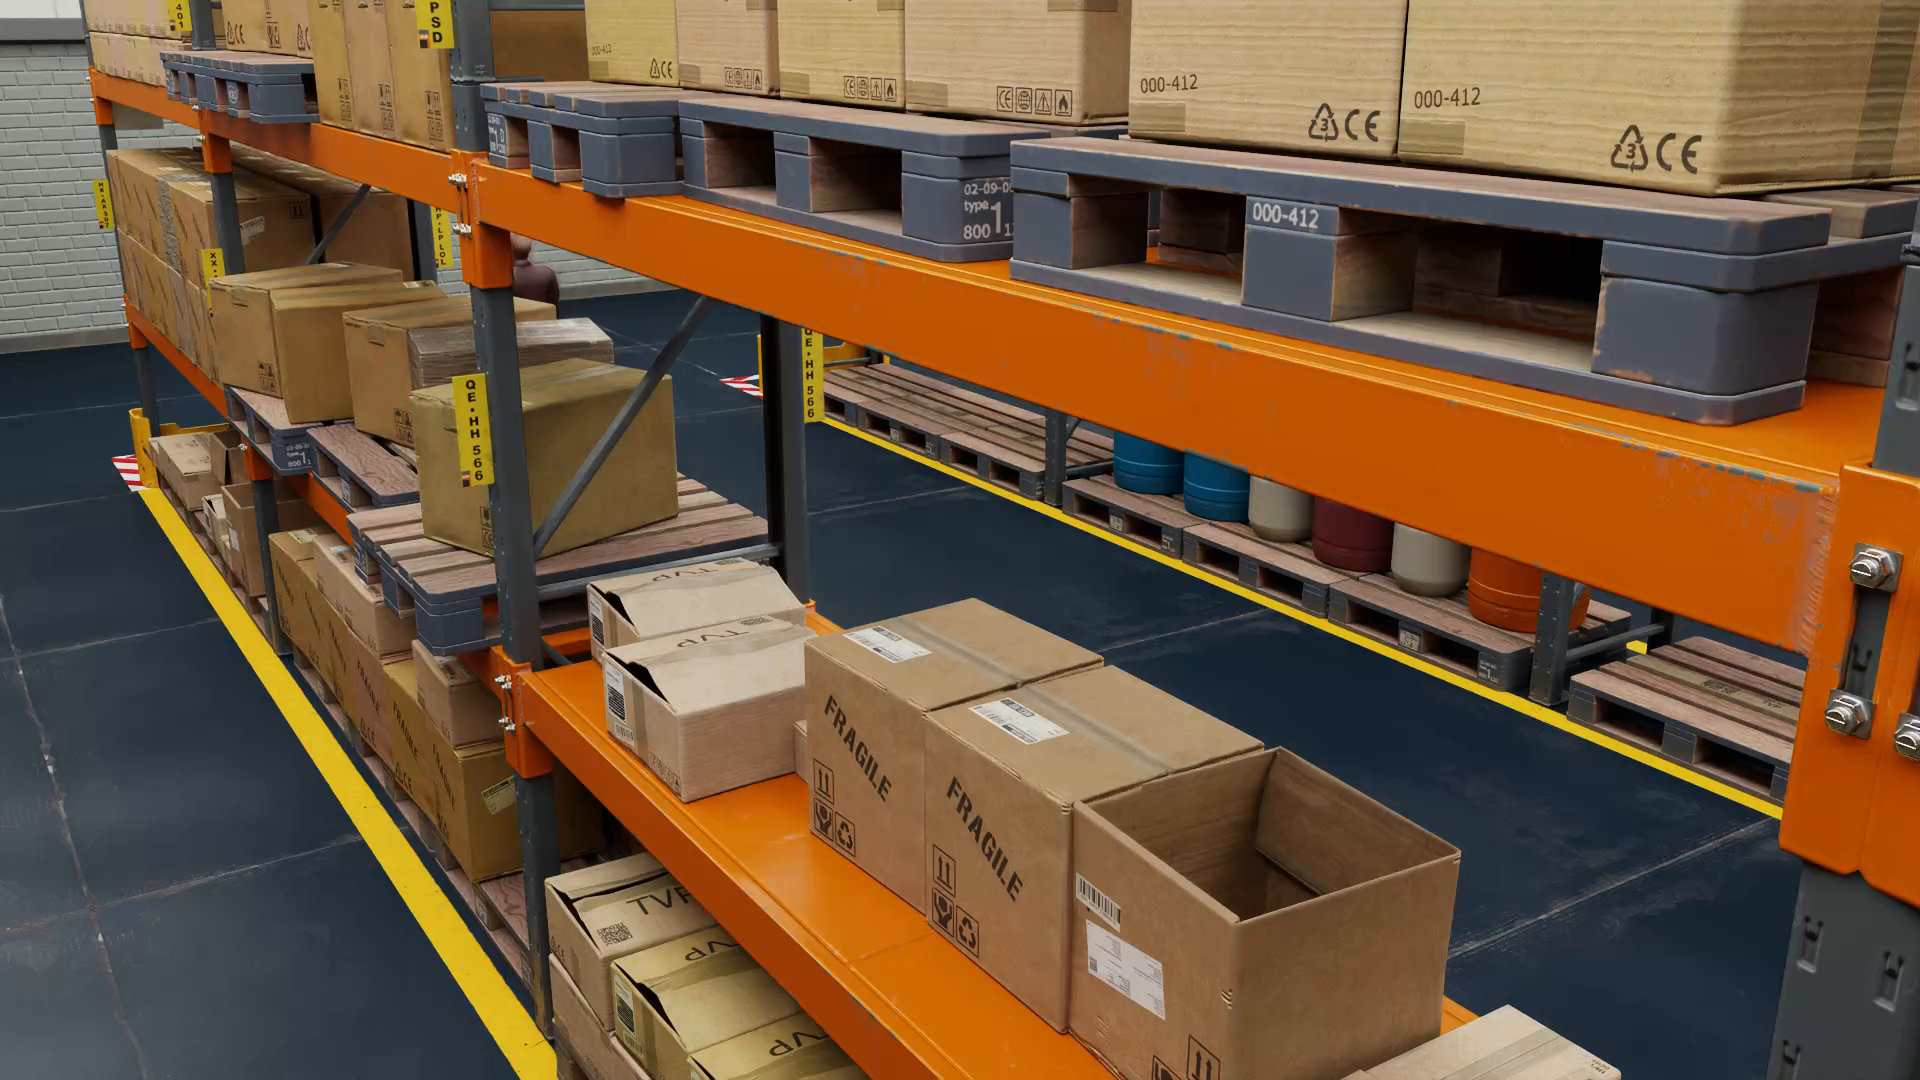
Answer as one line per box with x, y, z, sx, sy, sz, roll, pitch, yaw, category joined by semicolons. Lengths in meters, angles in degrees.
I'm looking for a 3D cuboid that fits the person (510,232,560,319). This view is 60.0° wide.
-3.090;-1.341;11.708;0.569;1.727;1.066;-11;21;-31;person
